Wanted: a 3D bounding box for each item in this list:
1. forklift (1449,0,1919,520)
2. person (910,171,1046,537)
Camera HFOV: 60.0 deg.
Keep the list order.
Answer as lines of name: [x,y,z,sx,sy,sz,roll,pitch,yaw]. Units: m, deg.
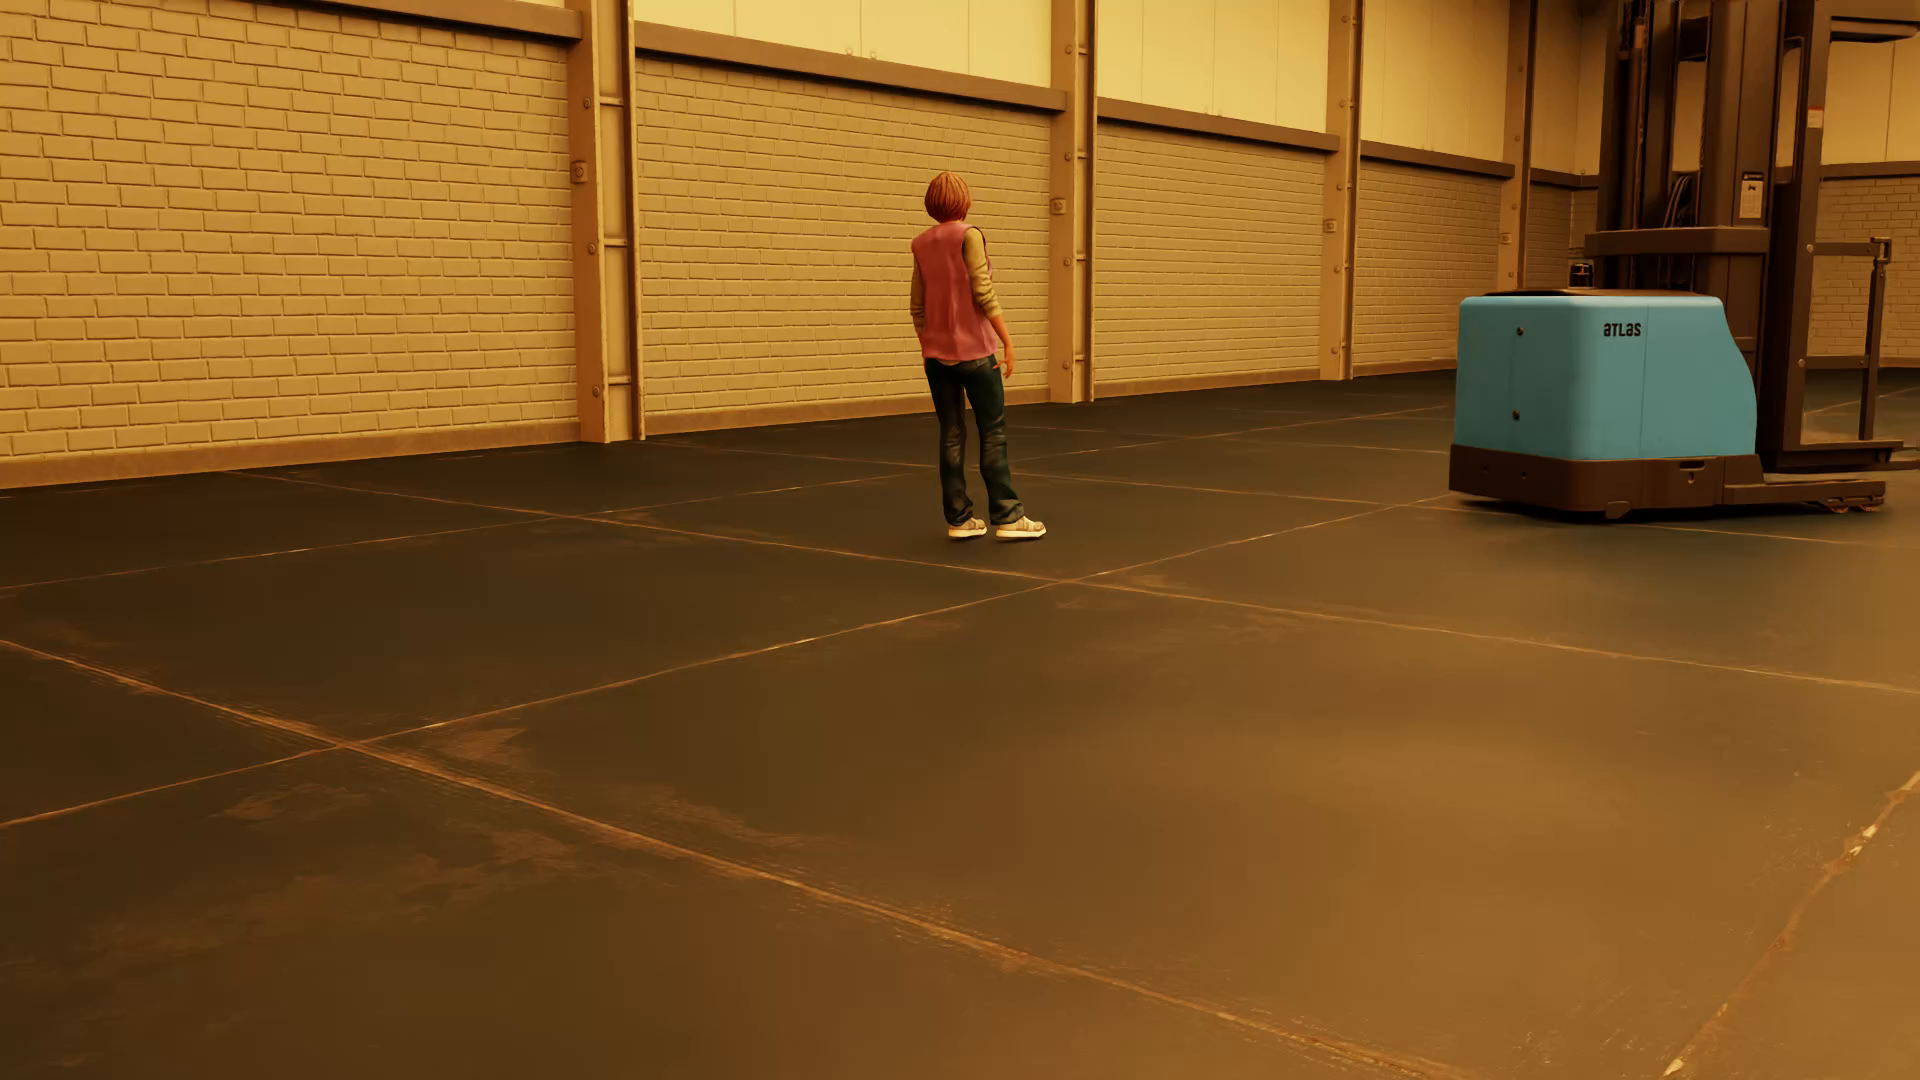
forklift: [4.135,-1.651,8.566,3.031,2.935,1.130,-3,9,-19]
person: [0.058,-0.805,7.337,0.520,1.599,0.473,7,11,38]
